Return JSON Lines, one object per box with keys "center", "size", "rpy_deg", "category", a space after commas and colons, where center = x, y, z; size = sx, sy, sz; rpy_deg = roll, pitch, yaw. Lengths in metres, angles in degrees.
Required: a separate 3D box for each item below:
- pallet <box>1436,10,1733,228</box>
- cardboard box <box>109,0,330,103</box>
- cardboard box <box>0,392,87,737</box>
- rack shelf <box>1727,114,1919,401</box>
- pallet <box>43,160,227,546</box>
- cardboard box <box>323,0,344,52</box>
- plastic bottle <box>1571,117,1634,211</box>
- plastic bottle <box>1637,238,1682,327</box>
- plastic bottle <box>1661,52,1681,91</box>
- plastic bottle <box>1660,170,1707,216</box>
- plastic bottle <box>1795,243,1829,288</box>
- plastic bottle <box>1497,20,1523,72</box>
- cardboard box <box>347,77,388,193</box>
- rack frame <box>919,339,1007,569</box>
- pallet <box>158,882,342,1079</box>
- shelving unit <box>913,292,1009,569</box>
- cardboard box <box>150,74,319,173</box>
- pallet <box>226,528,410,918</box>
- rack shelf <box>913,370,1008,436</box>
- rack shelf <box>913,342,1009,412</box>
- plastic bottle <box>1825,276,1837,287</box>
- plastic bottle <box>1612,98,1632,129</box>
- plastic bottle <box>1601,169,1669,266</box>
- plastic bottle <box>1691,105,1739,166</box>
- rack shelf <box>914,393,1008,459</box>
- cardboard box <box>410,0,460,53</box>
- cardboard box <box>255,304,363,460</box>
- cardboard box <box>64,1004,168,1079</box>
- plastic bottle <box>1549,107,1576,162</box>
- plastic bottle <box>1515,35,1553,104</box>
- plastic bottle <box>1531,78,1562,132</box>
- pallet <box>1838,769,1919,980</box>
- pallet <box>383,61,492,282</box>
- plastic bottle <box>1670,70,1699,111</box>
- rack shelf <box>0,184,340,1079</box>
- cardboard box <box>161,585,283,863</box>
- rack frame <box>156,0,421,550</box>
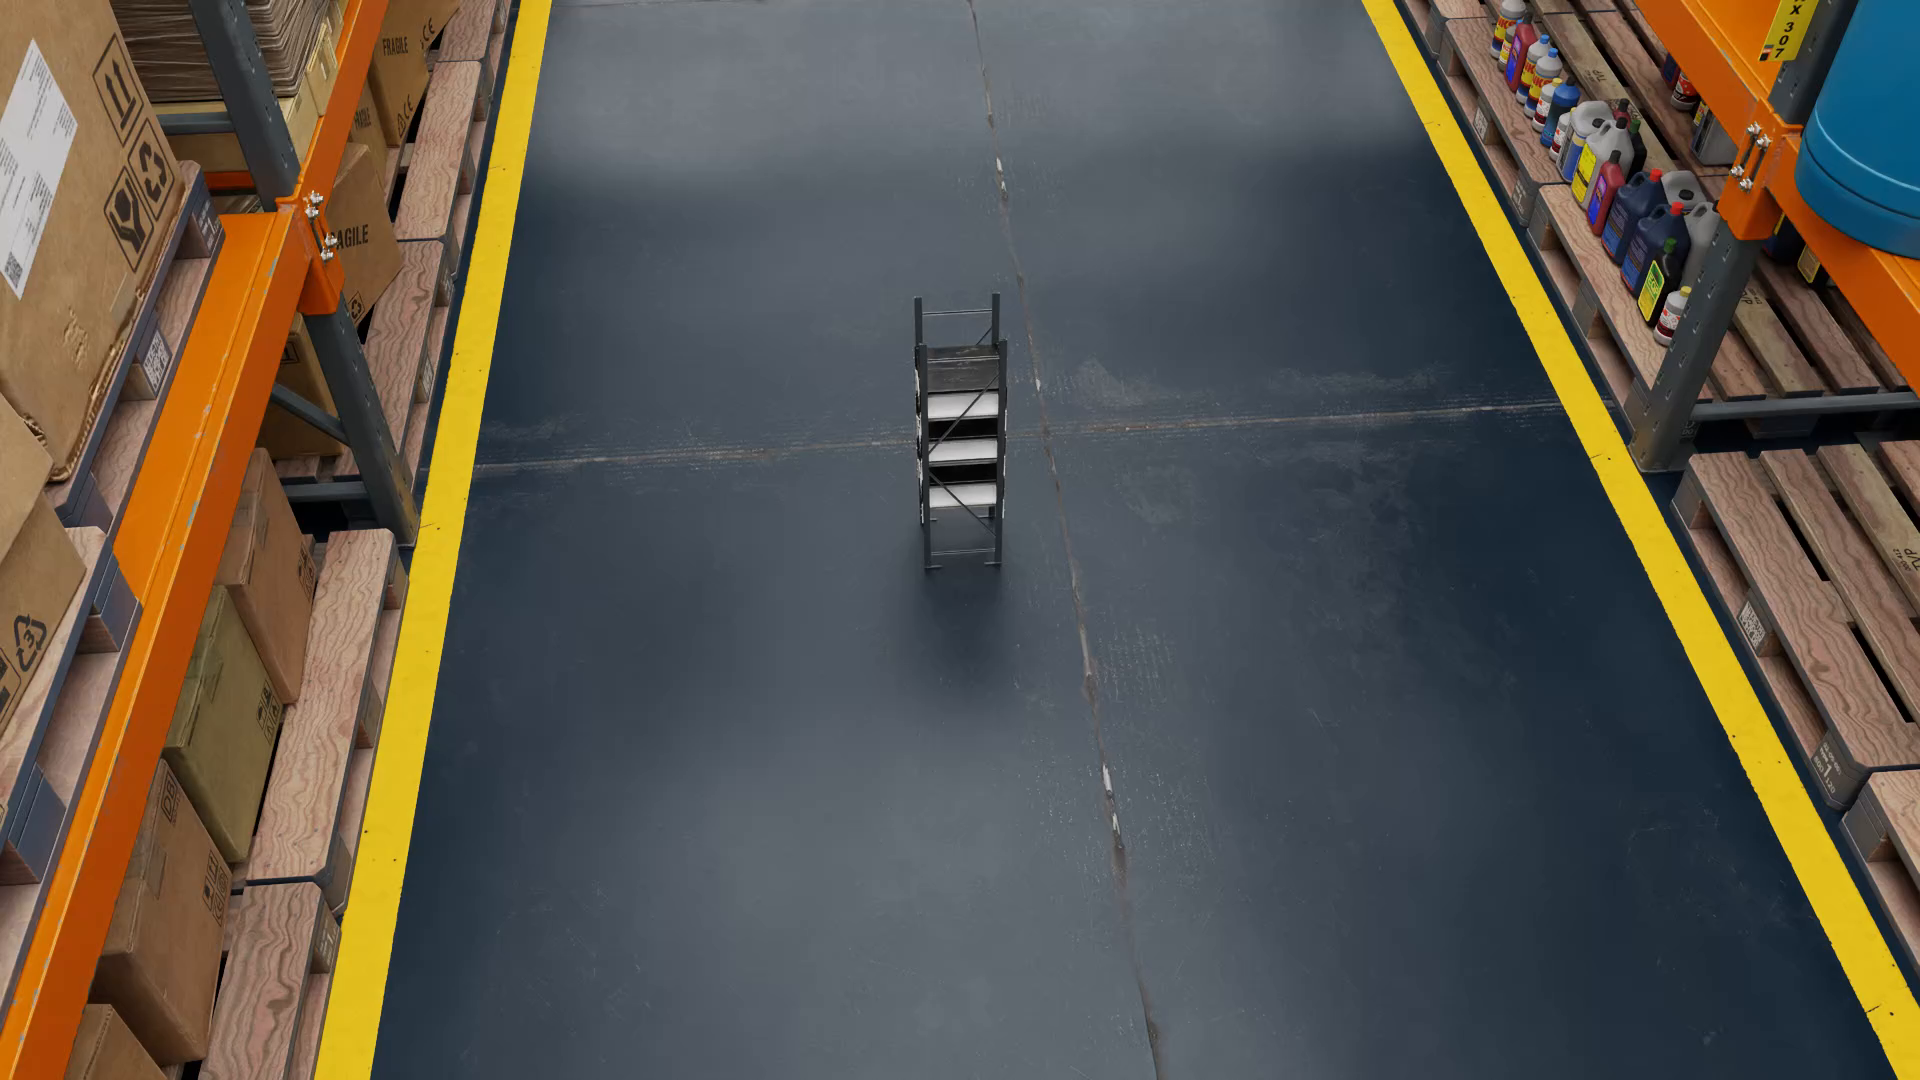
{"center": [2.602, -1.733, 6.746], "size": [1.003, 0.211, 1.213], "rpy_deg": [-3, 47, -3], "category": "pallet"}
{"center": [-2.190, -1.484, 4.316], "size": [0.875, 0.500, 0.500], "rpy_deg": [-3, 47, -3], "category": "cardboard box"}
{"center": [-1.977, 0.051, 2.776], "size": [0.797, 0.503, 0.637], "rpy_deg": [1, 47, 1], "category": "cardboard box"}
{"center": [2.889, 0.375, 3.324], "size": [1.077, 0.370, 4.000], "rpy_deg": [-3, 47, -3], "category": "rack shelf"}
{"center": [-2.295, -0.390, 3.686], "size": [1.003, 0.211, 1.213], "rpy_deg": [-3, 47, -3], "category": "pallet"}
{"center": [-1.988, -1.466, 4.746], "size": [0.380, 0.149, 0.250], "rpy_deg": [-3, 47, -3], "category": "cardboard box"}
{"center": [2.338, -1.380, 6.013], "size": [0.144, 0.351, 0.185], "rpy_deg": [-4, 47, -4], "category": "plastic bottle"}
{"center": [2.353, -0.864, 5.570], "size": [0.061, 0.283, 0.133], "rpy_deg": [-1, 47, -1], "category": "plastic bottle"}
{"center": [2.865, -1.937, 6.587], "size": [0.061, 0.283, 0.133], "rpy_deg": [-3, 47, -3], "category": "plastic bottle"}
{"center": [2.510, -1.148, 5.844], "size": [0.152, 0.276, 0.135], "rpy_deg": [-3, 47, -3], "category": "plastic bottle"}
{"center": [2.972, -1.019, 5.717], "size": [0.061, 0.283, 0.133], "rpy_deg": [-3, 47, -3], "category": "plastic bottle"}
{"center": [2.237, -1.996, 6.699], "size": [0.097, 0.201, 0.097], "rpy_deg": [0, 47, 0], "category": "plastic bottle"}
{"center": [-2.393, -1.453, 5.993], "size": [0.500, 0.500, 0.500], "rpy_deg": [-7, 47, -7], "category": "cardboard box"}
{"center": [0.009, -0.230, 4.848], "size": [0.240, 0.900, 0.006], "rpy_deg": [-3, 47, -3], "category": "rack frame"}
{"center": [-2.042, 1.389, 3.789], "size": [1.003, 0.211, 1.213], "rpy_deg": [-3, 47, -3], "category": "pallet"}
{"center": [0.001, -0.304, 4.918], "size": [0.258, 0.900, 0.210], "rpy_deg": [-3, 47, -3], "category": "shelving unit"}
{"center": [-1.932, -1.105, 4.404], "size": [0.380, 0.149, 0.250], "rpy_deg": [-3, 47, -3], "category": "cardboard box"}
{"center": [-2.147, 0.504, 4.627], "size": [1.003, 0.211, 1.213], "rpy_deg": [-3, 47, -3], "category": "pallet"}
{"center": [0.001, -0.404, 4.811], "size": [0.258, 0.077, 0.200], "rpy_deg": [-3, 47, -3], "category": "rack shelf"}
{"center": [0.001, -0.466, 4.746], "size": [0.258, 0.077, 0.200], "rpy_deg": [-3, 47, -3], "category": "rack shelf"}
{"center": [3.078, -1.023, 5.726], "size": [0.152, 0.276, 0.135], "rpy_deg": [-2, 47, -2], "category": "plastic bottle"}
{"center": [2.434, -1.482, 6.155], "size": [0.061, 0.283, 0.133], "rpy_deg": [-3, 47, -3], "category": "plastic bottle"}
{"center": [2.365, -1.147, 5.792], "size": [0.144, 0.351, 0.185], "rpy_deg": [-6, 47, -5], "category": "plastic bottle"}
{"center": [2.871, -1.560, 6.234], "size": [0.152, 0.276, 0.135], "rpy_deg": [-3, 47, -3], "category": "plastic bottle"}
{"center": [0.001, -0.343, 4.877], "size": [0.258, 0.077, 0.200], "rpy_deg": [-3, 47, -3], "category": "rack shelf"}
{"center": [-2.429, -2.314, 6.808], "size": [0.500, 0.500, 0.500], "rpy_deg": [8, 47, 7], "category": "cardboard box"}
{"center": [-2.207, -0.595, 5.180], "size": [0.500, 0.500, 0.500], "rpy_deg": [-5, 47, -5], "category": "cardboard box"}
{"center": [-2.068, 1.290, 3.380], "size": [0.700, 0.500, 0.500], "rpy_deg": [0, 47, 0], "category": "cardboard box"}
{"center": [2.291, -1.531, 6.258], "size": [0.097, 0.201, 0.097], "rpy_deg": [0, 47, 0], "category": "plastic bottle"}
{"center": [2.257, -1.847, 6.510], "size": [0.097, 0.271, 0.097], "rpy_deg": [0, 47, 0], "category": "plastic bottle"}
{"center": [2.274, -1.679, 6.399], "size": [0.097, 0.201, 0.097], "rpy_deg": [0, 47, 0], "category": "plastic bottle"}
{"center": [2.932, 1.090, 4.072], "size": [1.003, 0.211, 1.213], "rpy_deg": [-3, 47, -3], "category": "pallet"}
{"center": [-2.410, -1.428, 6.457], "size": [1.003, 0.211, 1.213], "rpy_deg": [-3, 47, -3], "category": "pallet"}
{"center": [2.860, -1.795, 6.508], "size": [0.097, 0.201, 0.097], "rpy_deg": [0, 47, 0], "category": "plastic bottle"}
{"center": [-2.046, 0.676, 3.039], "size": [1.077, 0.370, 4.000], "rpy_deg": [-3, 47, -3], "category": "rack shelf"}
{"center": [-2.163, 0.482, 4.146], "size": [0.700, 0.500, 0.500], "rpy_deg": [-4, 47, -4], "category": "cardboard box"}
{"center": [-2.214, -1.018, 4.148], "size": [1.000, 3.000, 0.127], "rpy_deg": [-3, 47, -3], "category": "rack frame"}
